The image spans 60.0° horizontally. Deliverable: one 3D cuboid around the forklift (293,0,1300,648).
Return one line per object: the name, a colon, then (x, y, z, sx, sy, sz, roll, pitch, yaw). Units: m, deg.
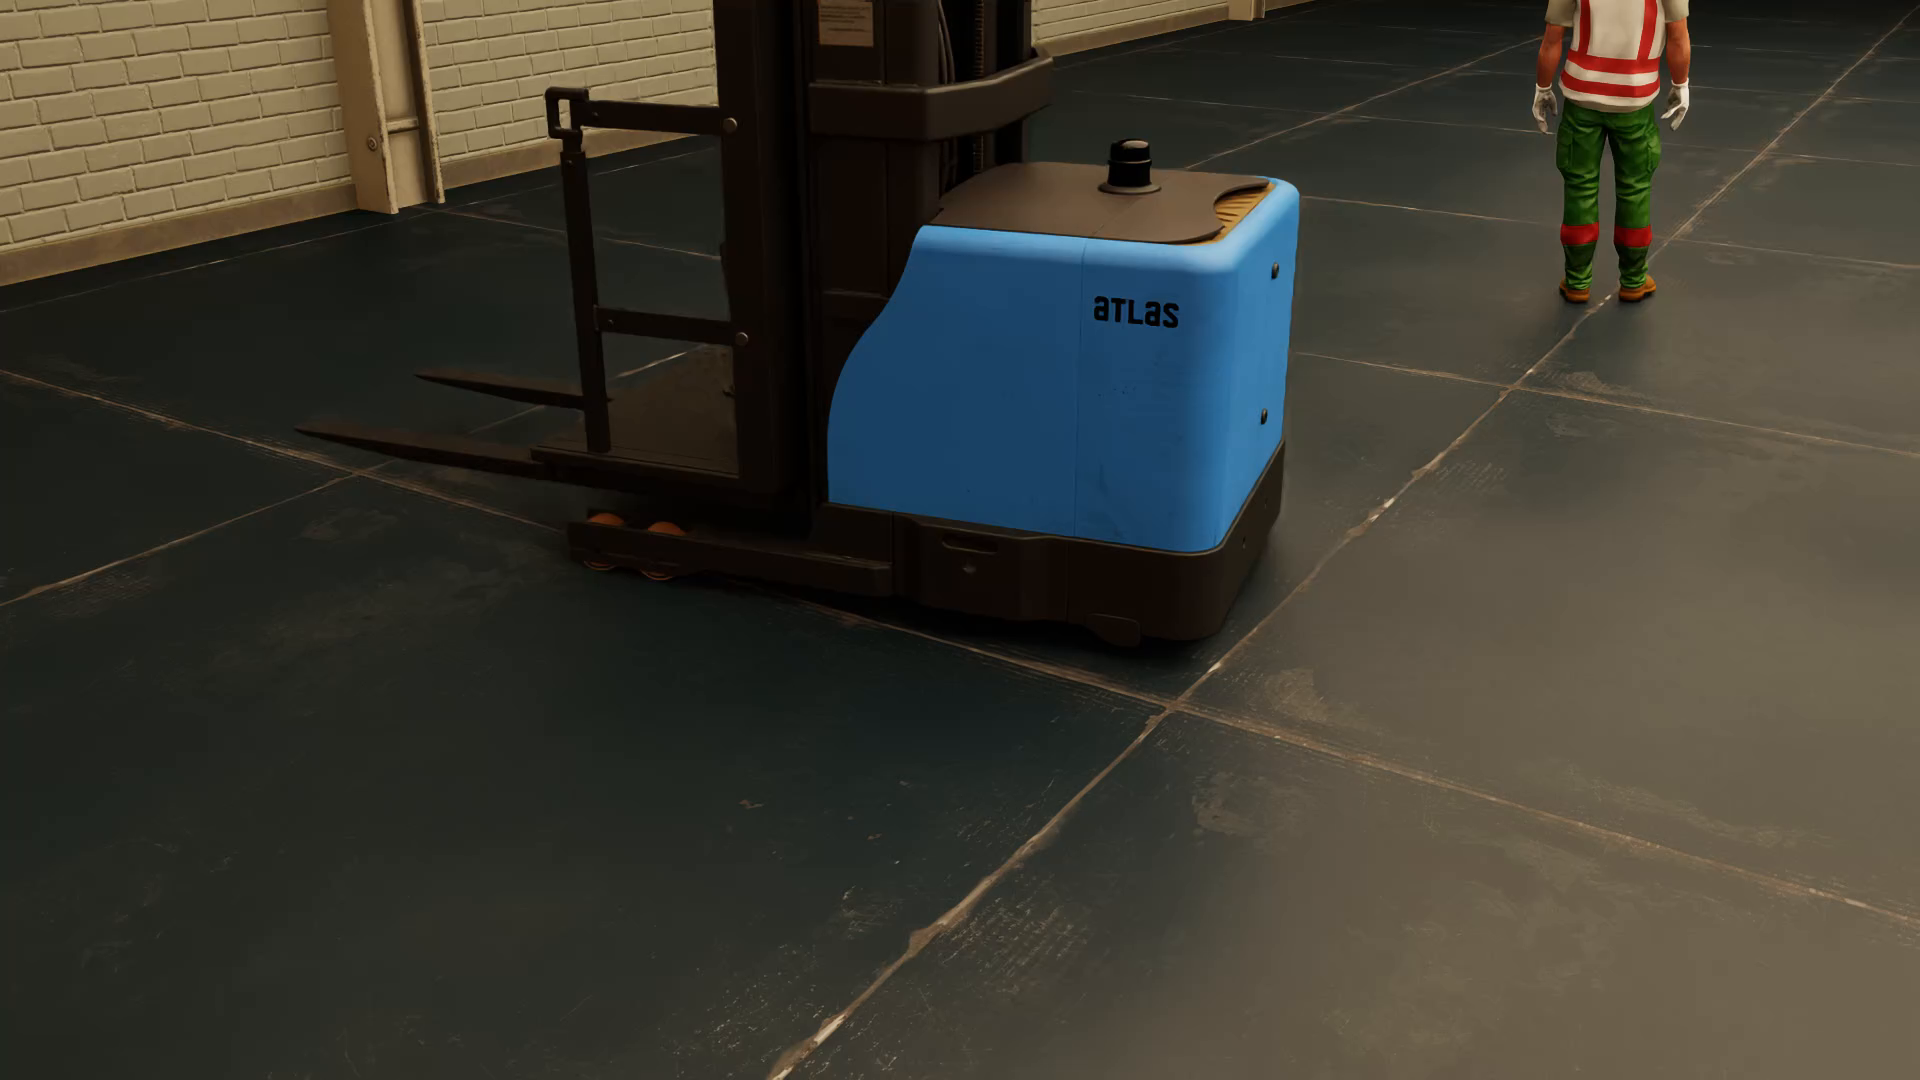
forklift: (-0.600, -1.414, 4.618, 3.031, 2.935, 1.130, 8, 25, 19)

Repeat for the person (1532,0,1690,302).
person: (2.855, -1.945, 7.290, 0.638, 1.787, 0.564, 10, 25, 22)
